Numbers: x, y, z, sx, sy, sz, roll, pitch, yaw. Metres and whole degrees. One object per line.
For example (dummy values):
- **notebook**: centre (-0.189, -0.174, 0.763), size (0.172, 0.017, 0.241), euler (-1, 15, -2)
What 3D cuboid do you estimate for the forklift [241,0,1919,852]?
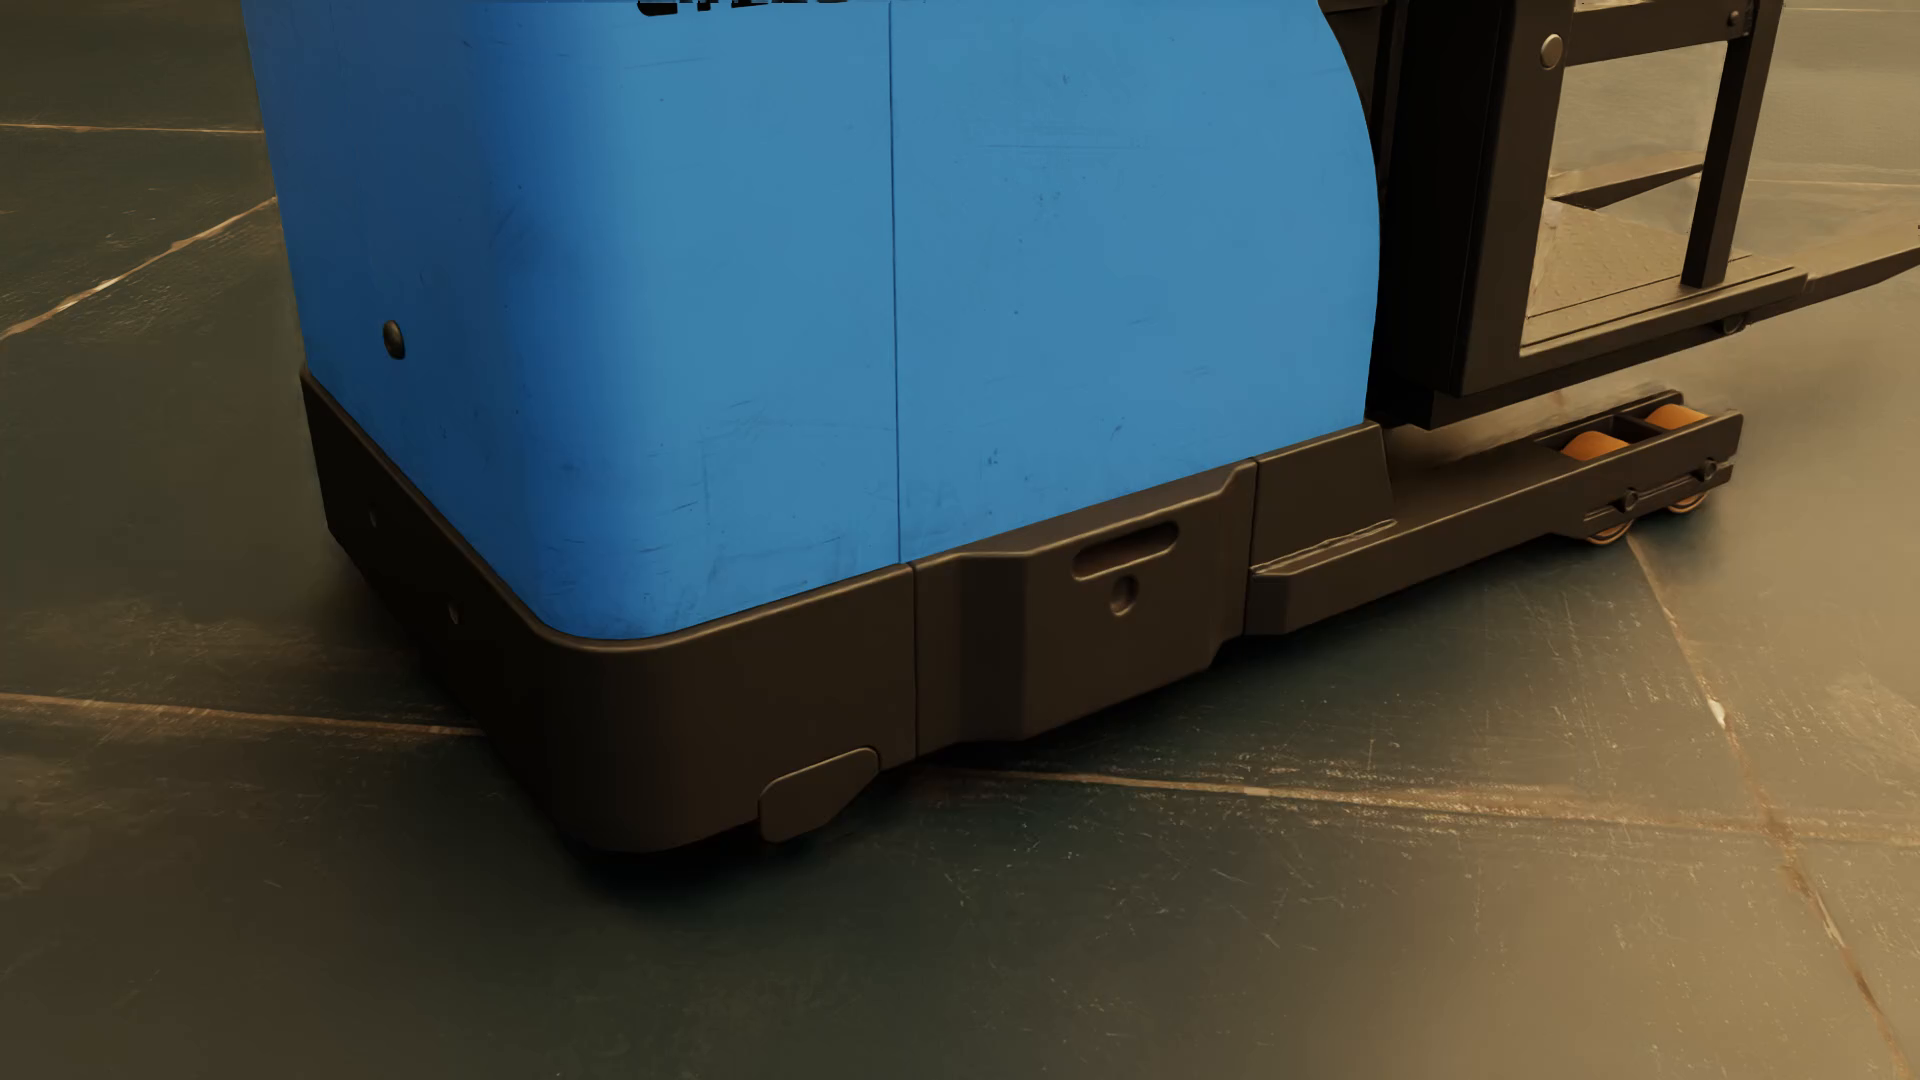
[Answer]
- **forklift**: centre (0.597, -1.482, 2.188), size (3.031, 2.935, 1.130), euler (-17, 31, -30)
